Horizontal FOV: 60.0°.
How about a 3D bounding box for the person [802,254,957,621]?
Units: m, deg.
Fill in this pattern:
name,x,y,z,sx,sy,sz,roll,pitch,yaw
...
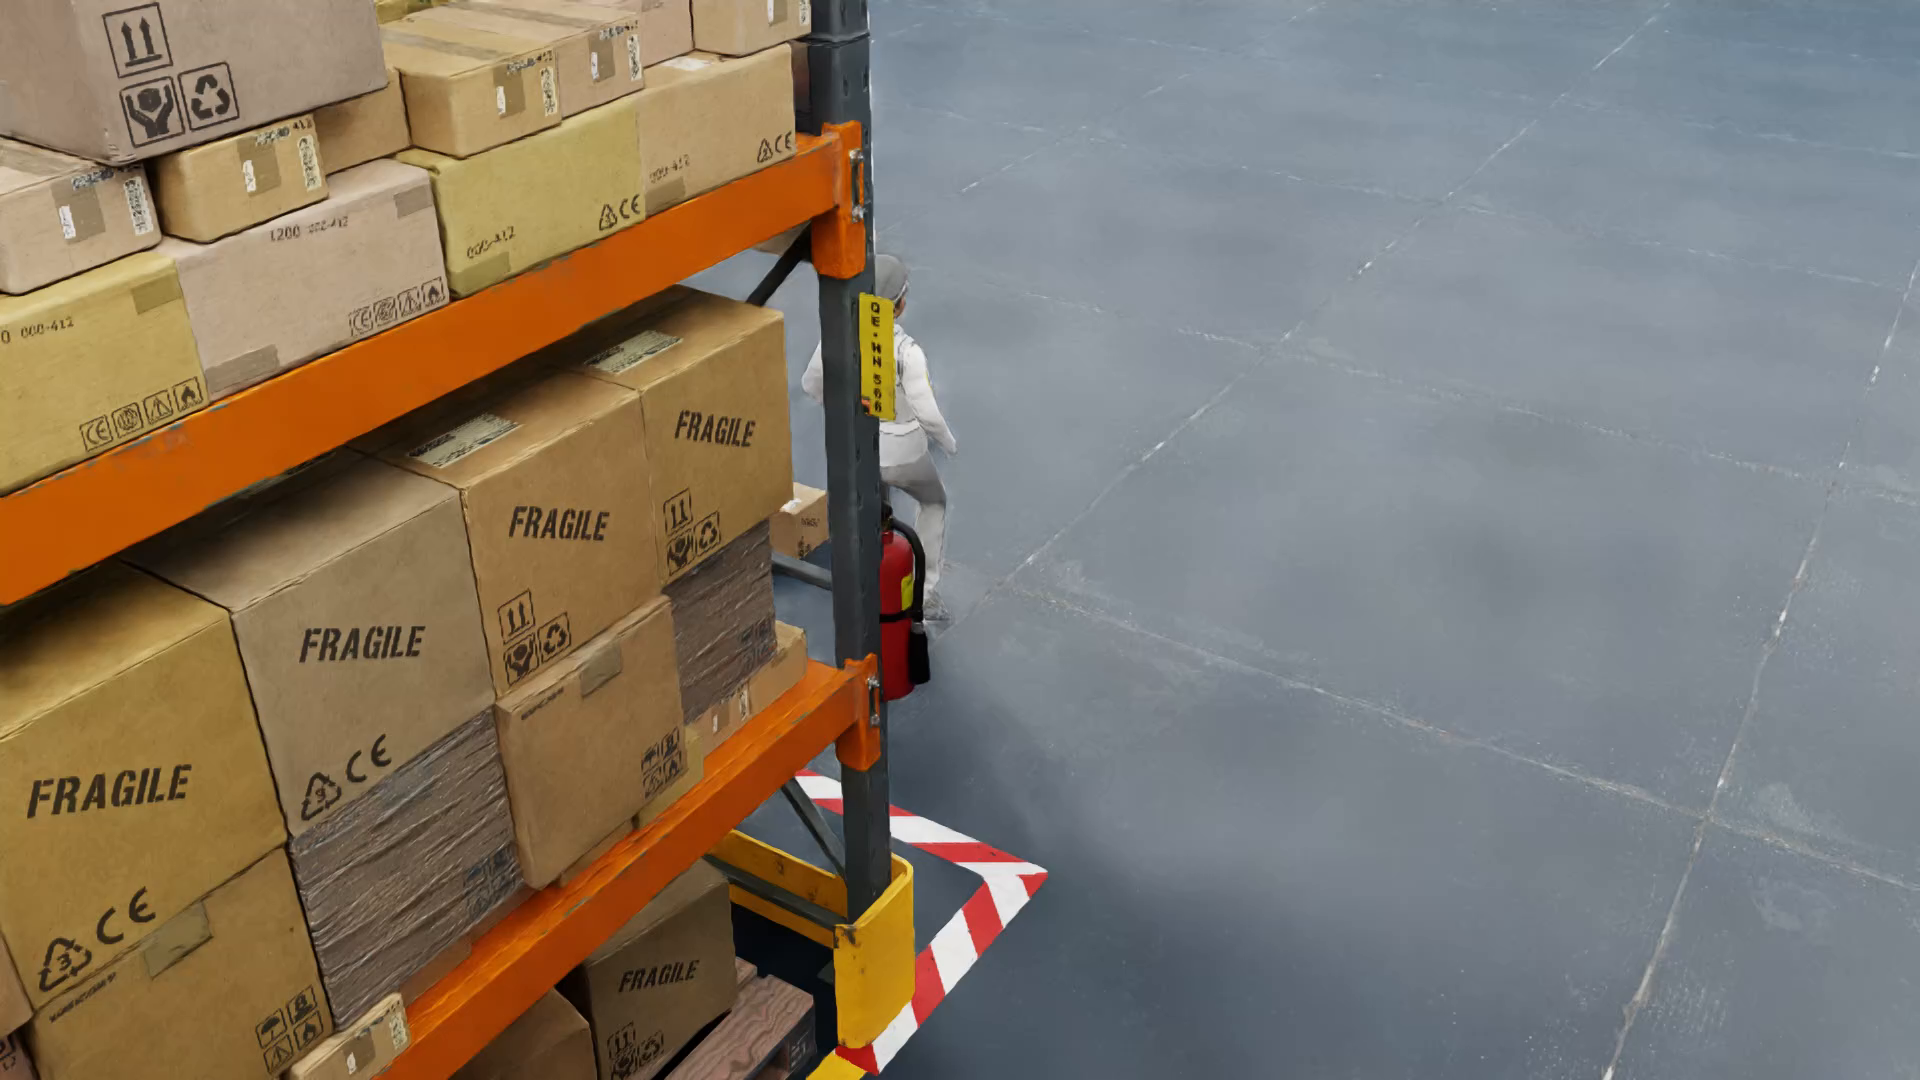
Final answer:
name,x,y,z,sx,sy,sz,roll,pitch,yaw
person,-0.309,-0.390,6.796,0.651,1.665,0.461,10,32,16
